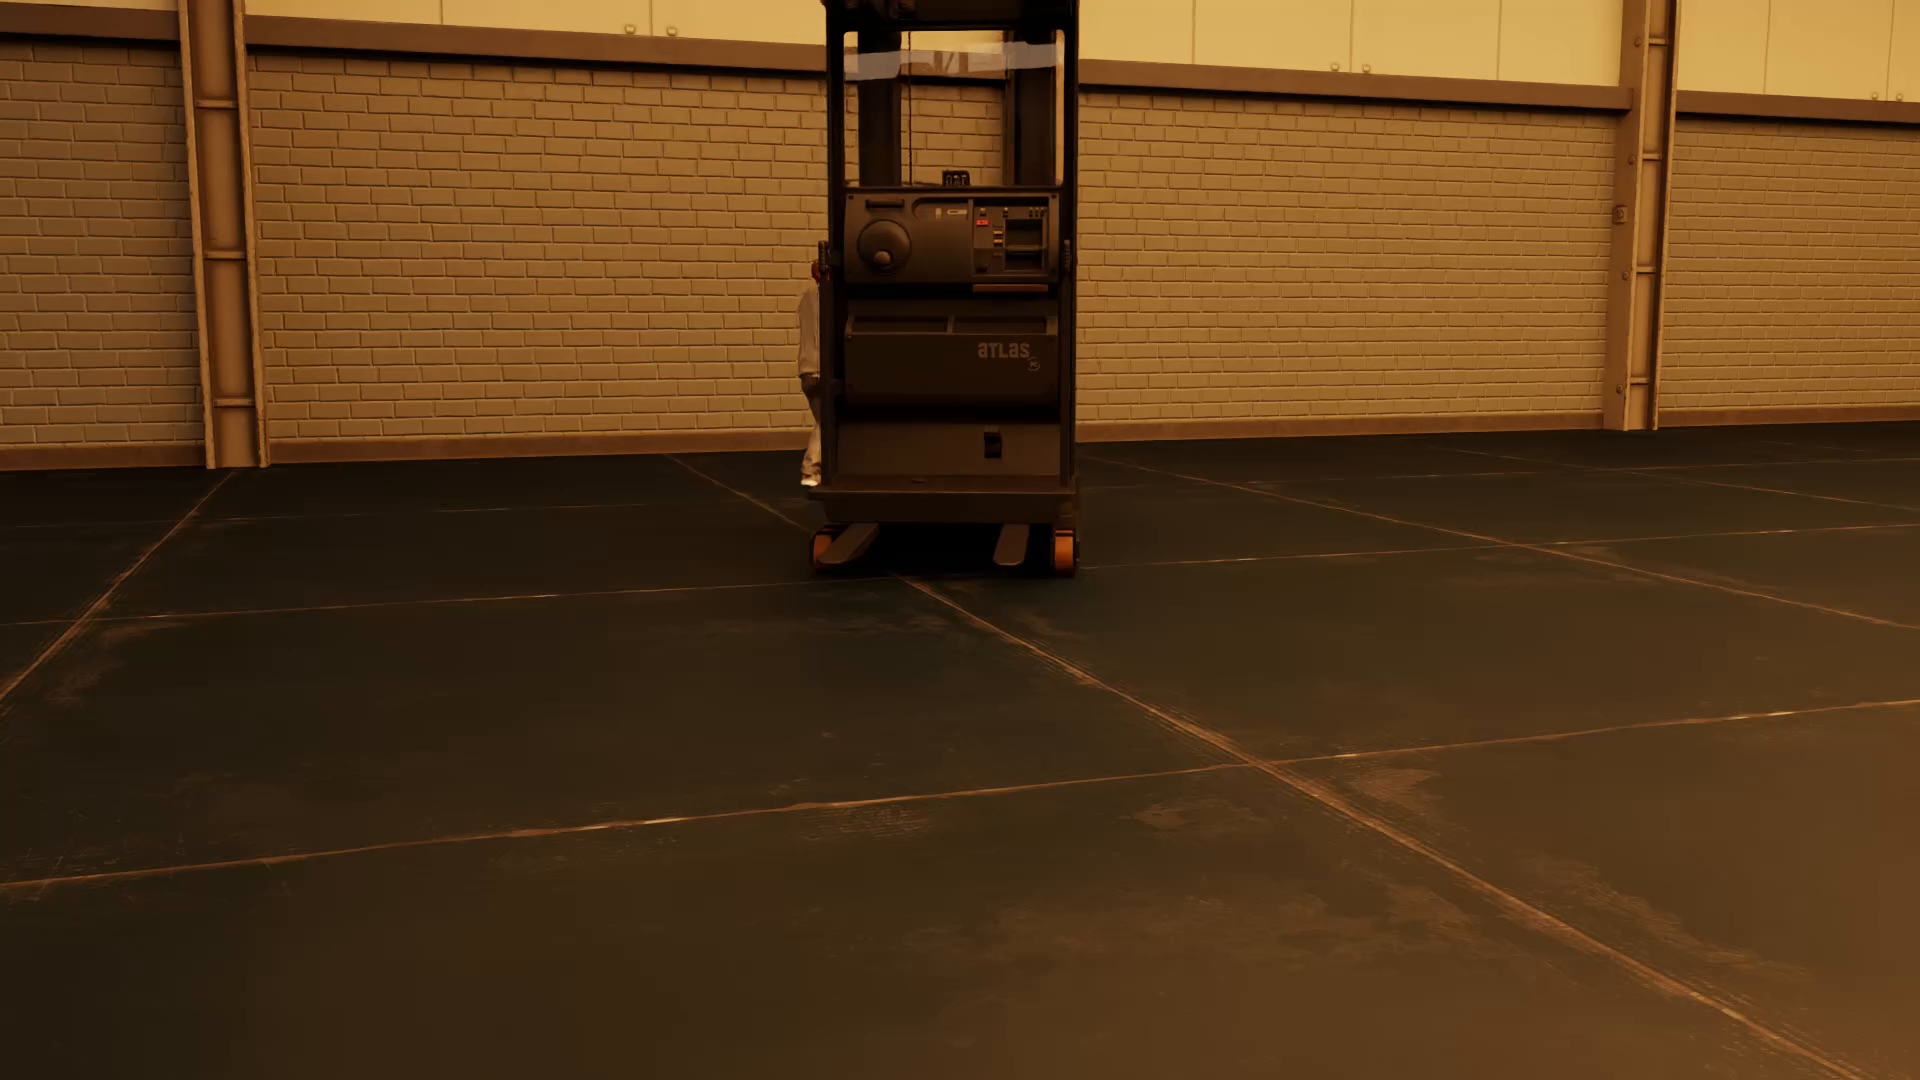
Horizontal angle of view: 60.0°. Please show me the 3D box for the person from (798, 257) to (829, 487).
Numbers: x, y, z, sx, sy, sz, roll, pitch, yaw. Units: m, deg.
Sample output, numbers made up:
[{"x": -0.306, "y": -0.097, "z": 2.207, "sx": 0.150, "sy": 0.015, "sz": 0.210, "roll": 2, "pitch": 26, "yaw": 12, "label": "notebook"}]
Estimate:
[{"x": -0.717, "y": -1.049, "z": 10.337, "sx": 0.645, "sy": 1.437, "sz": 0.730, "roll": 5, "pitch": 9, "yaw": 33, "label": "person"}]

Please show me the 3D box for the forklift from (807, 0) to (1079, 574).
[{"x": -0.047, "y": -1.354, "z": 6.999, "sx": 1.130, "sy": 2.935, "sz": 3.031, "roll": 0, "pitch": 8, "yaw": 4, "label": "forklift"}]
